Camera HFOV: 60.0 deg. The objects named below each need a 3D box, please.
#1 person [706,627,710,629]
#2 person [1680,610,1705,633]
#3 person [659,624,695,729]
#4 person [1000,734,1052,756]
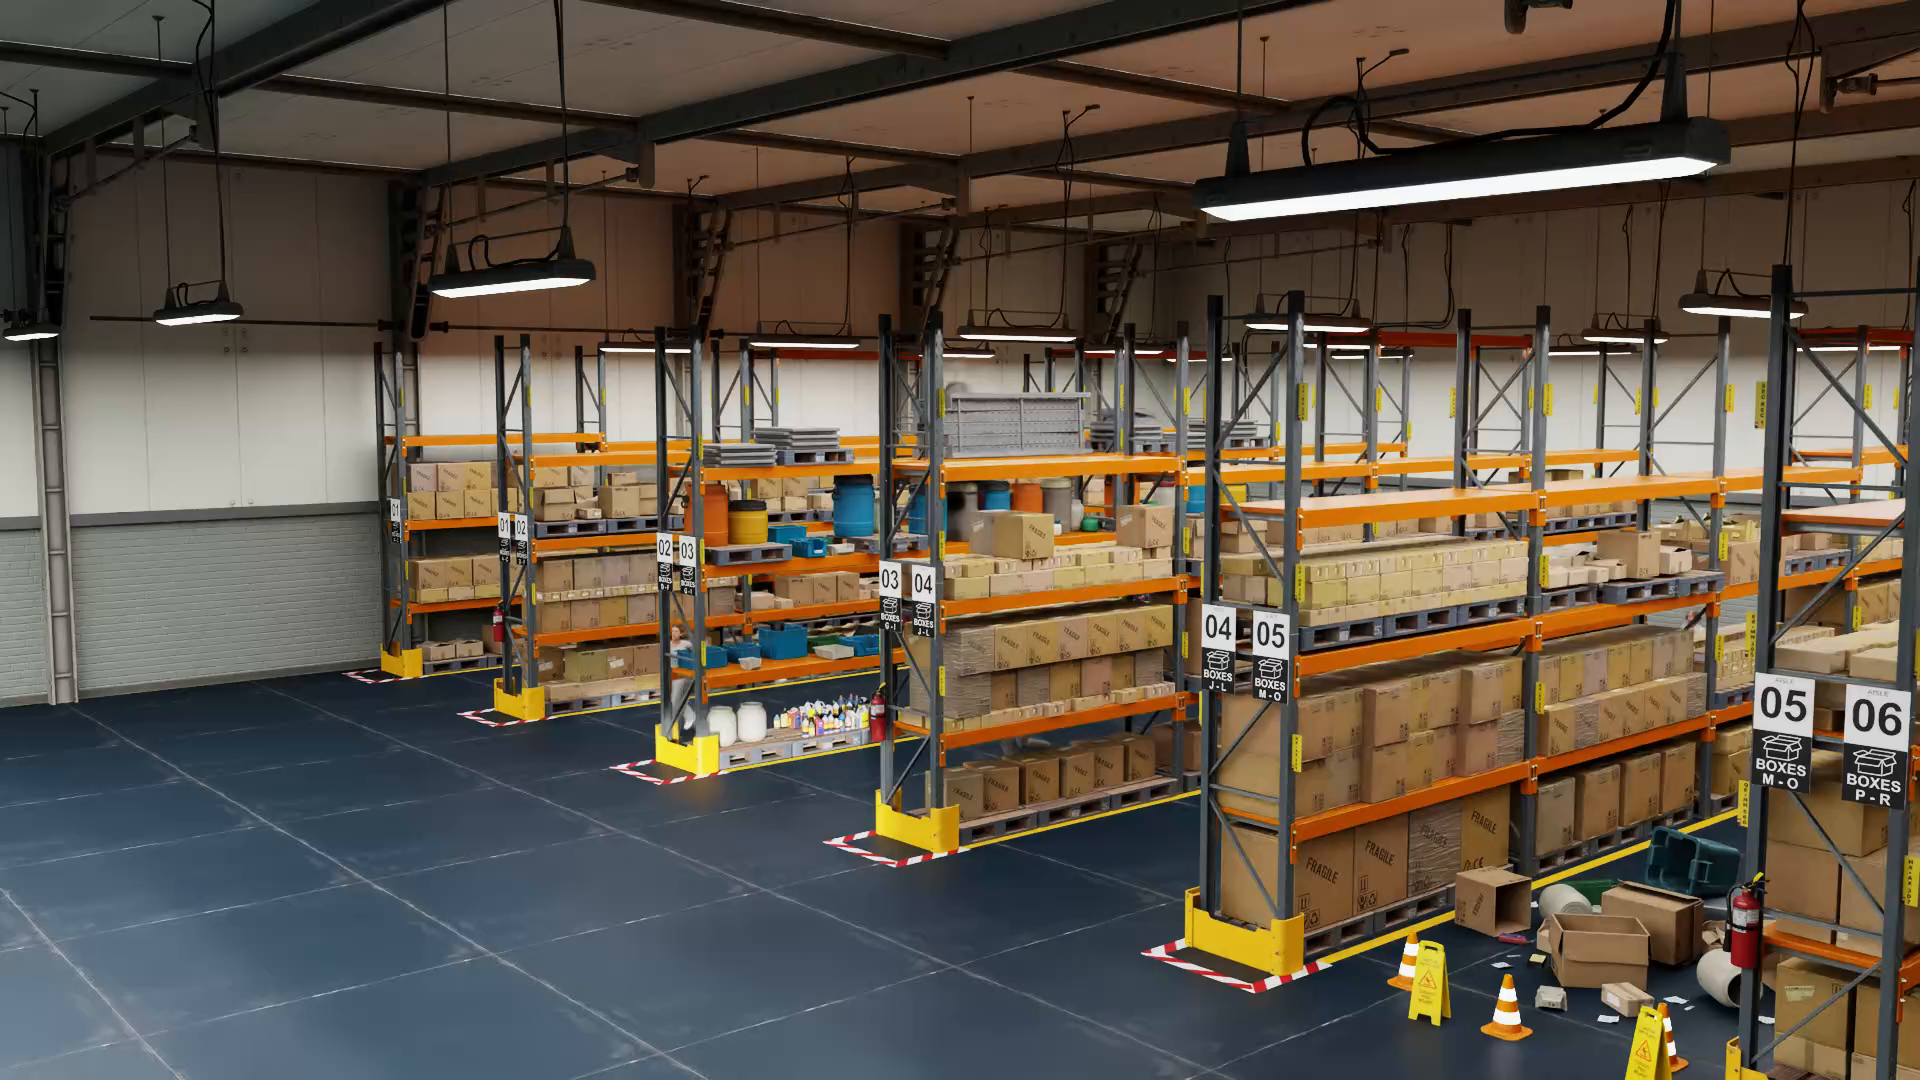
[{"bbox_3d":[-4.885,1.496,31.122,0.632,1.679,0.555,-5,7,-42],"label":"person"},{"bbox_3d":[11.772,1.921,26.861,0.505,1.592,0.662,4,6,35],"label":"person"},{"bbox_3d":[-4.210,2.079,24.734,0.548,1.705,0.874,2,6,21],"label":"person"},{"bbox_3d":[0.846,2.284,22.218,0.828,1.746,0.646,-4,7,-37],"label":"person"}]
